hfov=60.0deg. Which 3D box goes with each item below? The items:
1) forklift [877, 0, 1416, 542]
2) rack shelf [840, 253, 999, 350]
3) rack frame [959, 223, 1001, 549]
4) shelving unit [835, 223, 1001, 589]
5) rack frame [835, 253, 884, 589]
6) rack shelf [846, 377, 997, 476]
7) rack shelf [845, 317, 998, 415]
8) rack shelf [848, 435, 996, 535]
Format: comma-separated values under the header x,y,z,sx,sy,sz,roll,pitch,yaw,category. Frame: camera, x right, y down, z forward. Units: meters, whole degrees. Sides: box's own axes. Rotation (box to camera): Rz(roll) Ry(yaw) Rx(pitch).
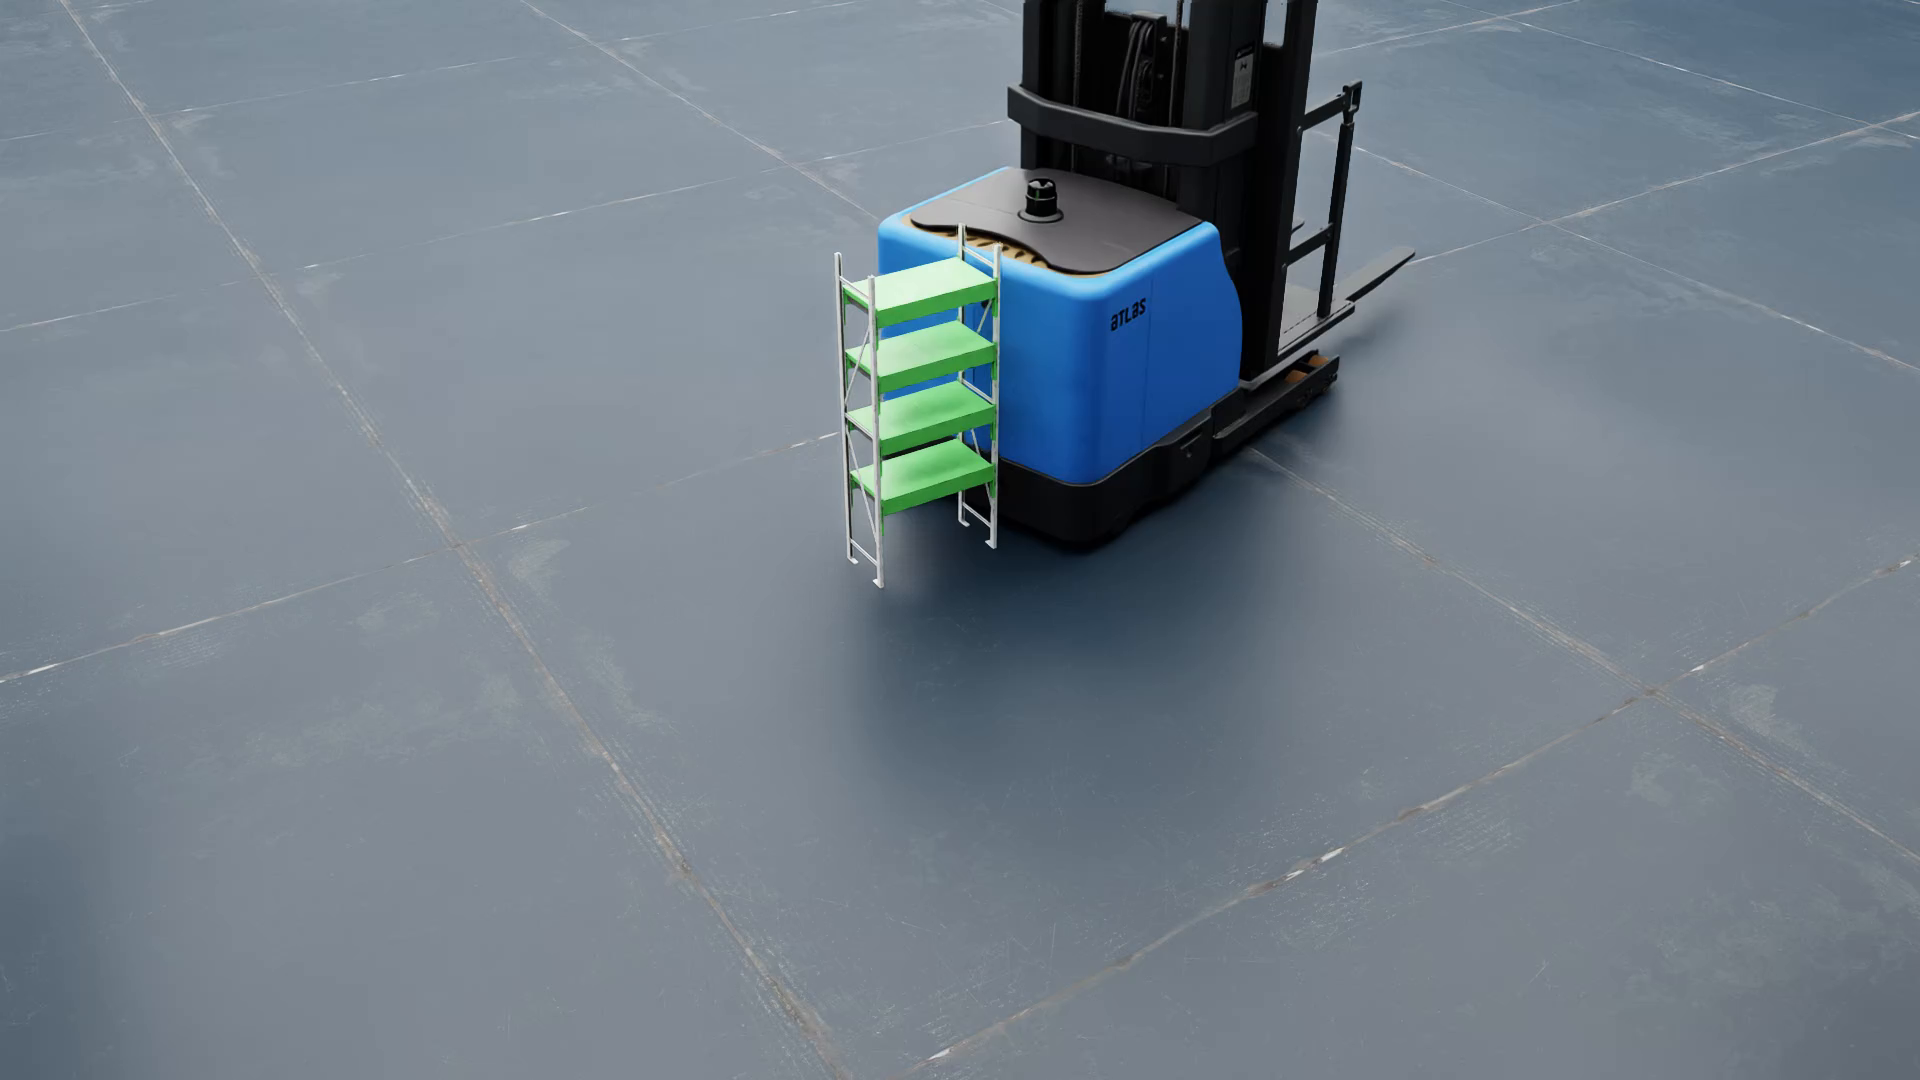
x,y,z,sx,sy,sz,roll,pitch,yaw,category
1.000,-1.949,6.593,1.130,2.935,3.031,23,39,32,forklift
-0.139,-0.812,5.632,0.480,0.148,0.258,-19,37,-27,rack shelf
0.066,-0.530,5.966,0.015,1.200,0.240,-19,37,-27,rack frame
-0.139,-0.460,5.854,0.503,1.200,0.258,-19,37,-27,shelving unit
-0.344,-0.389,5.742,0.015,1.200,0.240,-19,37,-27,rack frame
-0.139,-0.406,5.888,0.480,0.148,0.258,-19,37,-27,rack shelf
-0.139,-0.609,5.760,0.480,0.148,0.258,-19,37,-27,rack shelf
-0.139,-0.203,6.016,0.480,0.148,0.258,-19,37,-27,rack shelf
